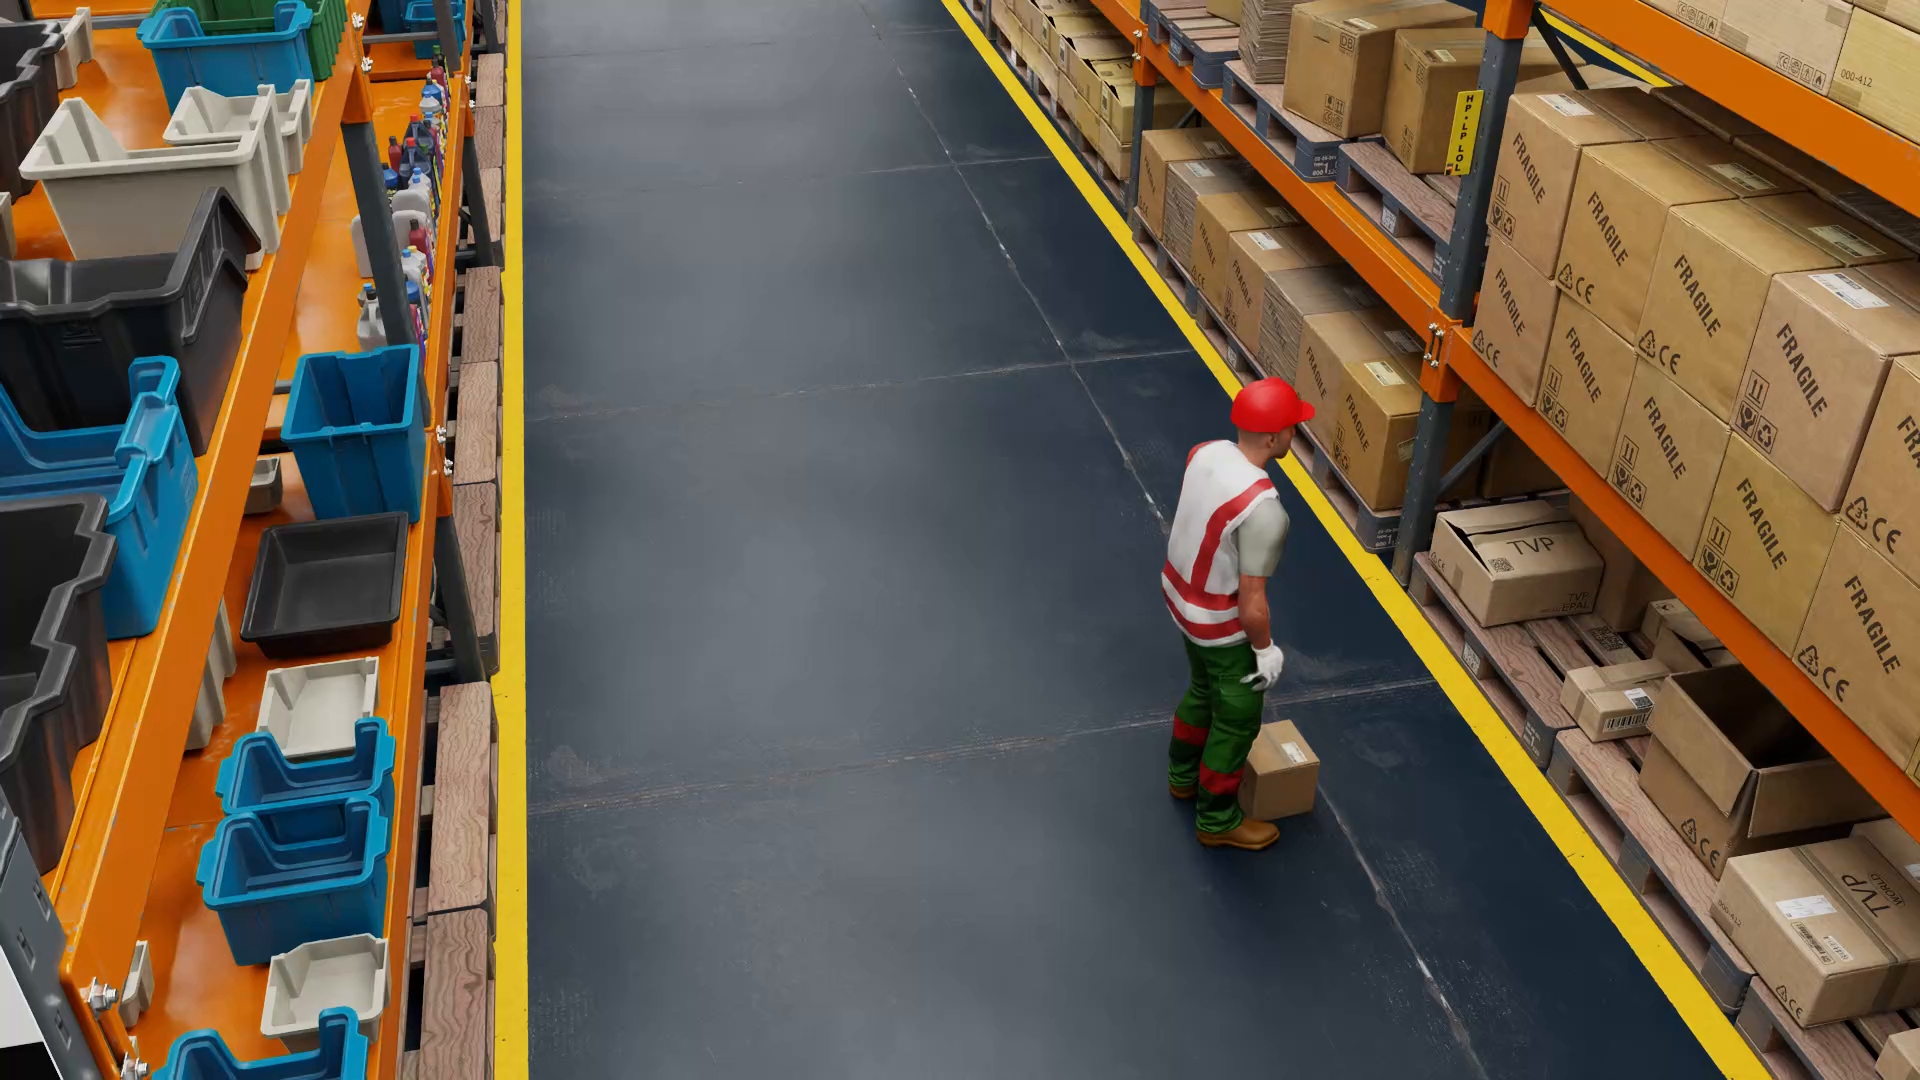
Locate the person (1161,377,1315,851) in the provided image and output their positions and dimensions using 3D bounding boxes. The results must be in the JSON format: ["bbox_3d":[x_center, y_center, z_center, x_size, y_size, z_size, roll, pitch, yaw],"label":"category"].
[{"bbox_3d":[0.937,0.255,5.753,0.452,1.778,0.613,-9,35,-13],"label":"person"}]
